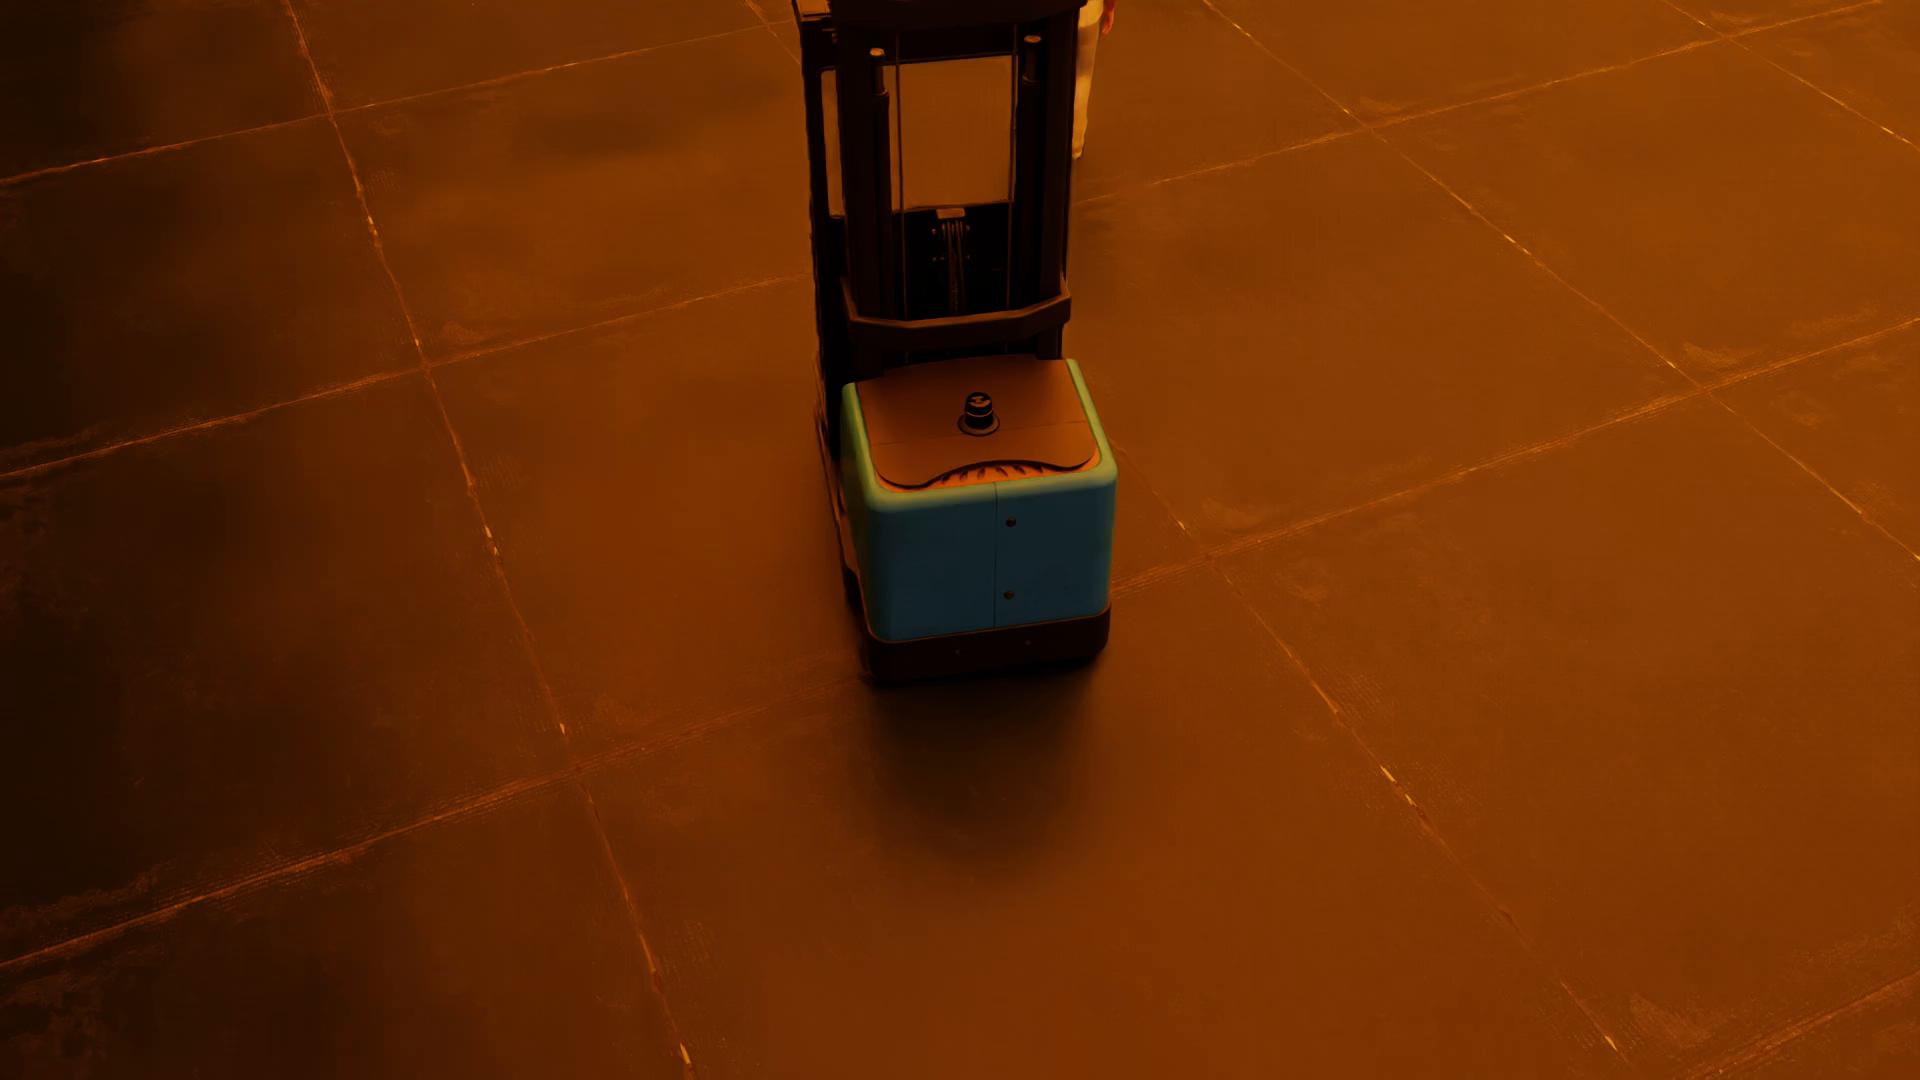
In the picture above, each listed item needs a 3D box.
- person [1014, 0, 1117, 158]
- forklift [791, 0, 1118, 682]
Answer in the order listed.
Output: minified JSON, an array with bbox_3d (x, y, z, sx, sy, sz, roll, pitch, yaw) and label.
[{"bbox_3d":[0.626,-3.160,9.999,0.633,1.813,0.526,3,43,3],"label":"person"},{"bbox_3d":[-0.125,-1.484,7.270,1.130,2.935,3.031,-7,43,-8],"label":"forklift"}]
